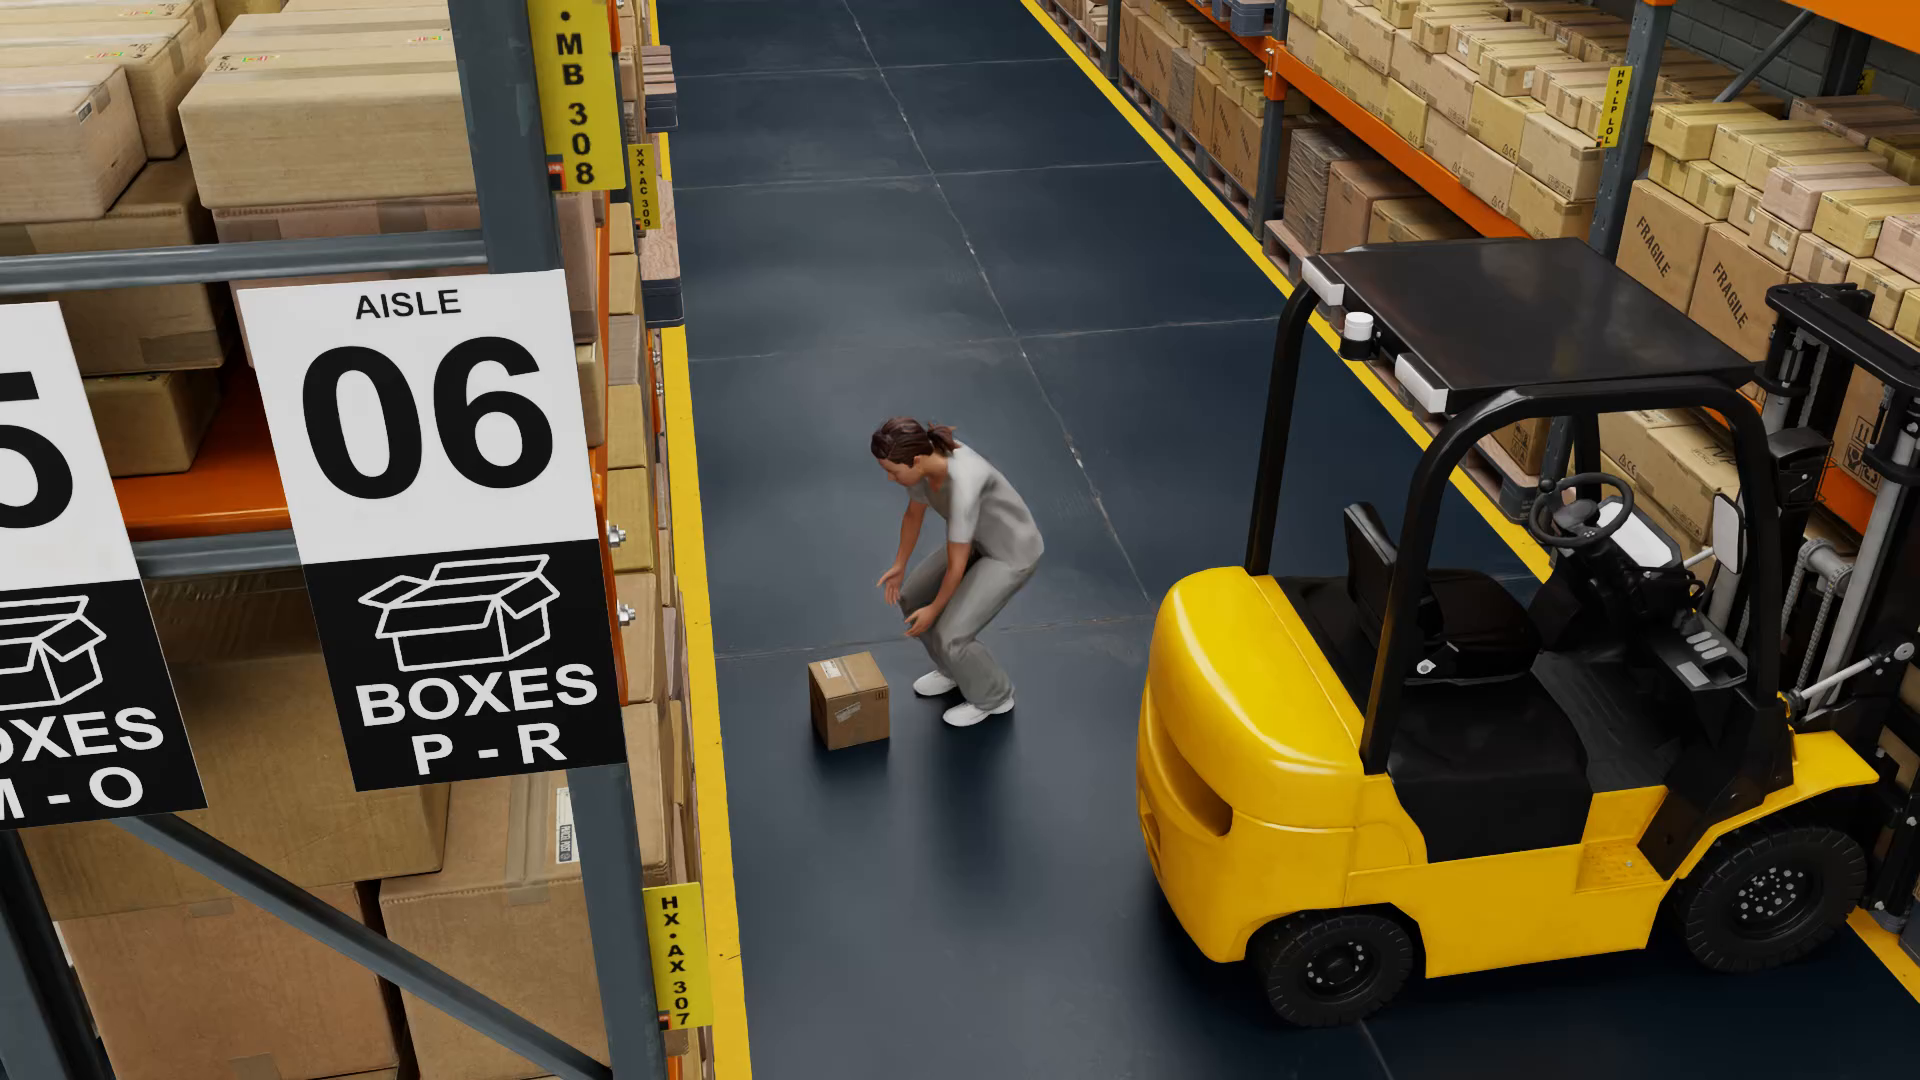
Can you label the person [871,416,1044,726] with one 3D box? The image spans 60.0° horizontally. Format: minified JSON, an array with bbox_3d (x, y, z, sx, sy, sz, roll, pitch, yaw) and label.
[{"bbox_3d":[-0.005,0.097,6.311,0.667,1.333,0.491,-12,33,-19],"label":"person"}]
